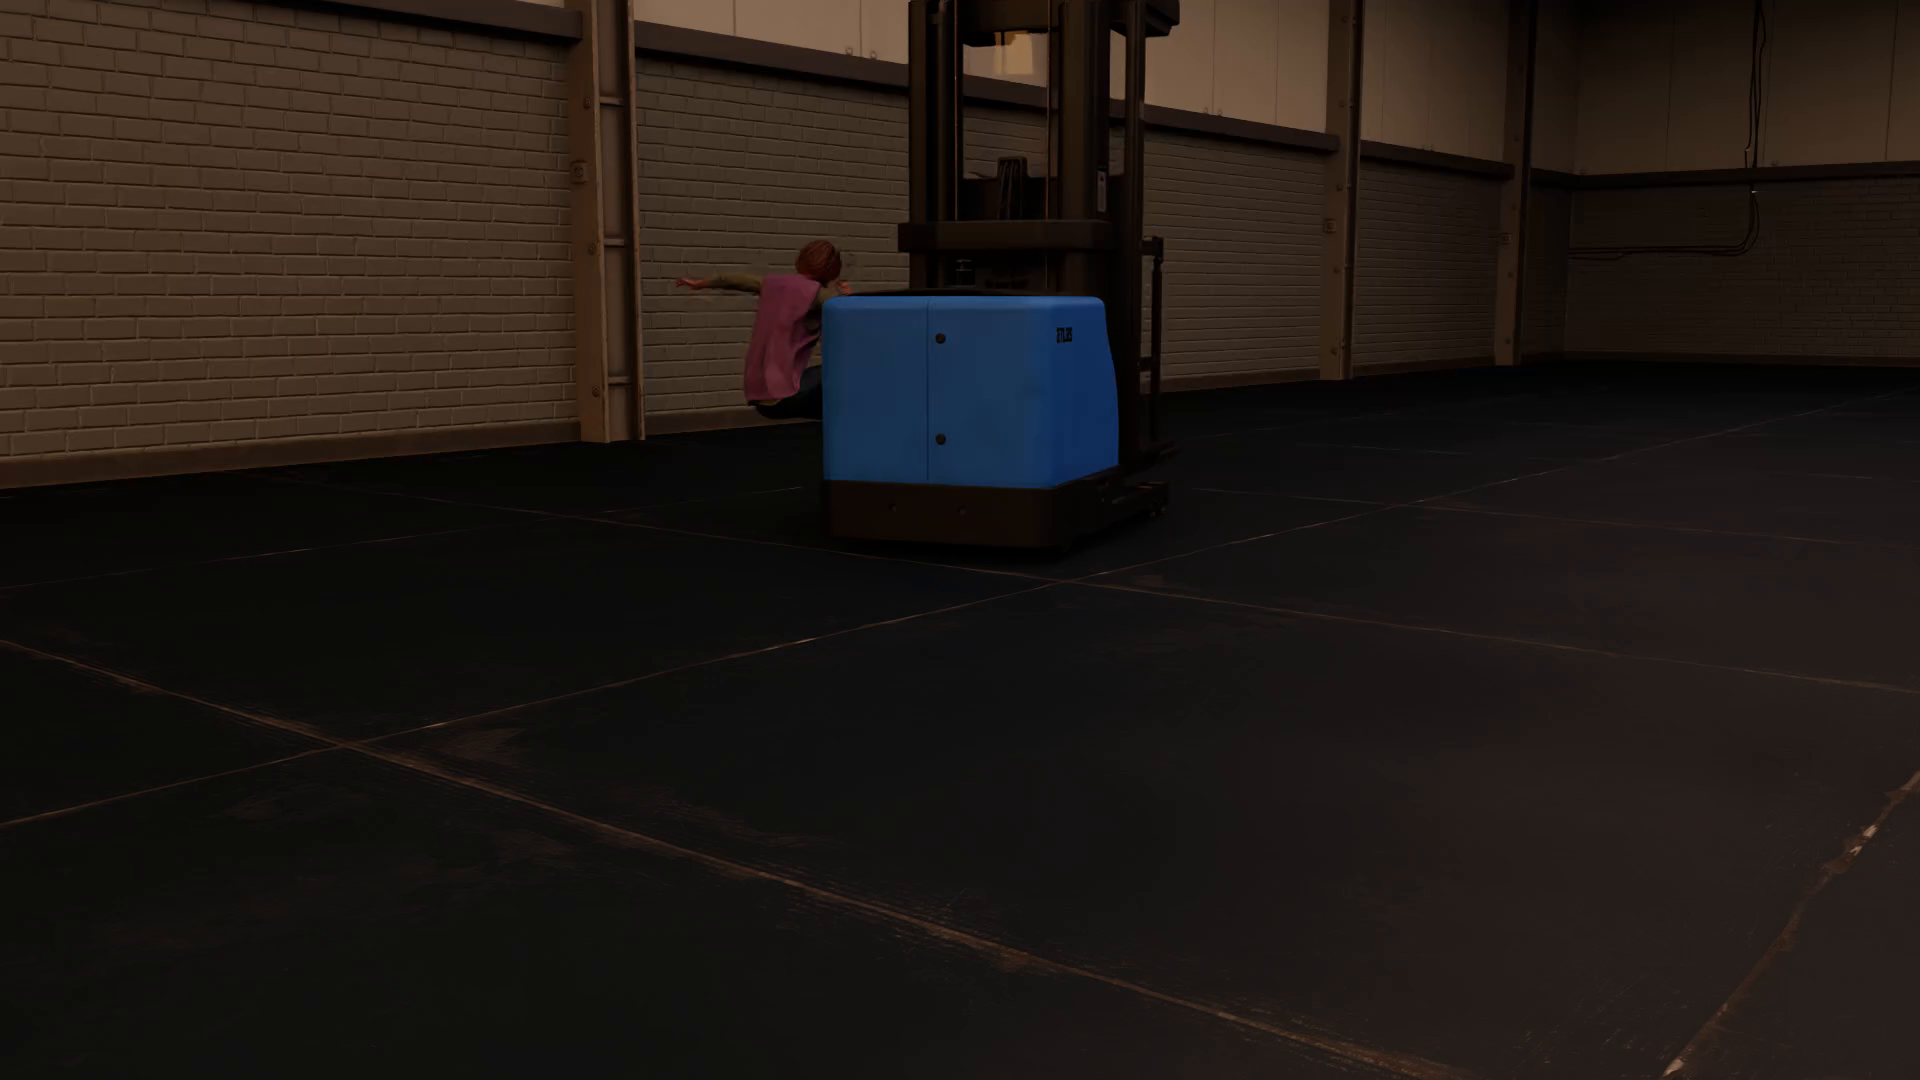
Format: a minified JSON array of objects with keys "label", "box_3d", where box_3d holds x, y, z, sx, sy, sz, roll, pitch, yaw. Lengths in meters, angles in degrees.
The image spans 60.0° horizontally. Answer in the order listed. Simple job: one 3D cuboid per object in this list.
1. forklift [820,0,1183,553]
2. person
[{"label":"forklift","box_3d":[0.409,-1.572,8.026,1.130,2.935,3.031,3,9,21]},{"label":"person","box_3d":[-0.782,-0.786,7.880,0.638,1.251,1.220,-7,11,-42]}]
